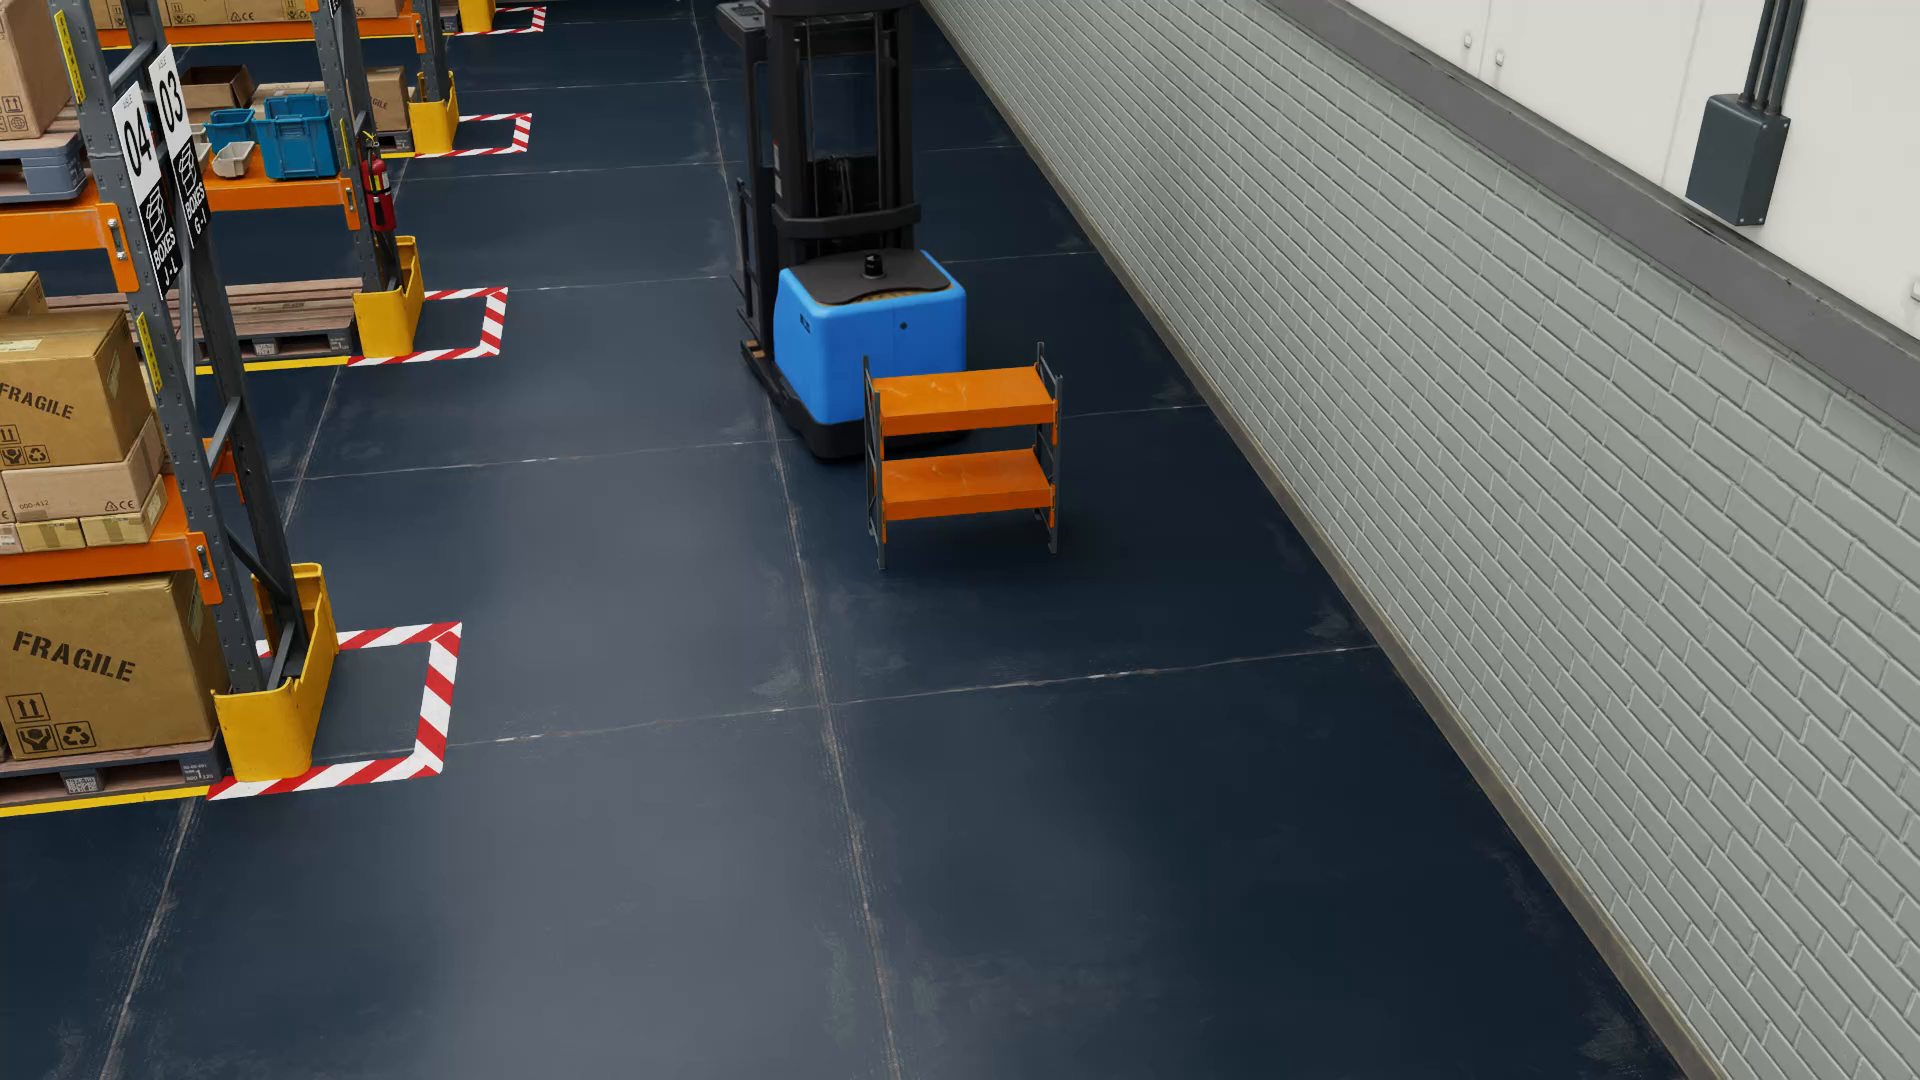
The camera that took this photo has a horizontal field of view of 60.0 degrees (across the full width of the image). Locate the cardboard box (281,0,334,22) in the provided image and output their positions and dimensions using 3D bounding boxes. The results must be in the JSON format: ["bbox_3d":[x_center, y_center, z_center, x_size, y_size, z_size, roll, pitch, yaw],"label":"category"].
[{"bbox_3d":[-6.096,-5.196,15.643,0.500,0.500,0.500,-5,31,-8],"label":"cardboard box"}]

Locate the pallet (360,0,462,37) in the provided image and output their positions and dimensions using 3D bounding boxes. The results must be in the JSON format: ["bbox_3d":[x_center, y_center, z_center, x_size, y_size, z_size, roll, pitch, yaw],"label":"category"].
[{"bbox_3d":[-6.863,-6.534,20.768,1.213,0.211,1.003,-5,31,-9],"label":"pallet"}]

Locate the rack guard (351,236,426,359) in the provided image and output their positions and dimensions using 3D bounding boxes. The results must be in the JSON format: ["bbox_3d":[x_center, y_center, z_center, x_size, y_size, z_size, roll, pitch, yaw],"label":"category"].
[{"bbox_3d":[-4.285,-1.839,12.499,0.348,0.500,1.175,-5,31,-9],"label":"rack guard"}]

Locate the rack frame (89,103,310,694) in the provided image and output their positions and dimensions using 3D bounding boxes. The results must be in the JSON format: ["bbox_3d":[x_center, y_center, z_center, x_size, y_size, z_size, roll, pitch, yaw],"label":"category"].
[{"bbox_3d":[-3.414,-0.439,7.651,0.127,3.000,1.000,-5,31,-9],"label":"rack frame"}]

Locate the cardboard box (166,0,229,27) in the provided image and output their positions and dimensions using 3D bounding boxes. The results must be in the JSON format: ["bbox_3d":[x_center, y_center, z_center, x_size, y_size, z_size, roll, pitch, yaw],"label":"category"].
[{"bbox_3d":[-7.083,-5.107,15.492,0.500,0.500,0.500,-6,31,-10],"label":"cardboard box"}]

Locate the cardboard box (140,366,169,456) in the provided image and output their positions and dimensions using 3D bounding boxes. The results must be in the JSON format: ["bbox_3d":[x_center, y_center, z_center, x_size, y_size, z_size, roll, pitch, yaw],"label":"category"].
[{"bbox_3d":[-3.934,-0.593,7.768,0.500,0.250,0.500,-6,31,-10],"label":"cardboard box"}]

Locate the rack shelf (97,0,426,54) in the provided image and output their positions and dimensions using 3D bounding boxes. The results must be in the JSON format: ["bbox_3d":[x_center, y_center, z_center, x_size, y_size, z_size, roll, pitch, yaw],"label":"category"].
[{"bbox_3d":[-7.162,-4.886,15.924,4.000,0.370,1.077,-5,31,-9],"label":"rack shelf"}]

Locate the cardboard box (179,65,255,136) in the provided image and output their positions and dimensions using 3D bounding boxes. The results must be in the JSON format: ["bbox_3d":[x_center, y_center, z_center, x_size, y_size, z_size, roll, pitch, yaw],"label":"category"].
[{"bbox_3d":[-7.282,-4.301,16.248,0.637,0.503,0.797,-5,31,-9],"label":"cardboard box"}]

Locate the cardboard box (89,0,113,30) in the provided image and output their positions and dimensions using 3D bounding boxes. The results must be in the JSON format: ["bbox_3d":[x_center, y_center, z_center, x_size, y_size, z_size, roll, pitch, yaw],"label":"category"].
[{"bbox_3d":[-8.075,-5.015,15.336,0.500,0.500,0.500,-5,31,-8],"label":"cardboard box"}]

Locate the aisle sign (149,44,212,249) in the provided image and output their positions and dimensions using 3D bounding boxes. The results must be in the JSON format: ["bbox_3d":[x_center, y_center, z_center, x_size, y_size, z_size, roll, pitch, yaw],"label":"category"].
[{"bbox_3d":[-3.397,-1.716,7.258,0.004,0.787,0.394,-5,31,-9],"label":"aisle sign"}]

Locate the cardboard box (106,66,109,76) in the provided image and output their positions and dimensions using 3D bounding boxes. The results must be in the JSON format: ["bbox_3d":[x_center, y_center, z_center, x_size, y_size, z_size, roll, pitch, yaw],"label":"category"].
[{"bbox_3d":[-8.620,-4.319,16.282,0.500,0.500,0.500,-5,31,-9],"label":"cardboard box"}]

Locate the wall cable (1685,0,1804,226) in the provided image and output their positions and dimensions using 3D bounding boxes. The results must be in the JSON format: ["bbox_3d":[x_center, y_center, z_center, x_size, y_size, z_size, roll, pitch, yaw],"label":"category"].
[{"bbox_3d":[2.769,-3.209,3.271,0.120,5.999,2.277,-5,31,-9],"label":"wall cable"}]

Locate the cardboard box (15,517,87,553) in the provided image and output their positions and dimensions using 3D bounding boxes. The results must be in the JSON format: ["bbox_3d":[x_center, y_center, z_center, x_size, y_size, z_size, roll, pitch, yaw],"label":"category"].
[{"bbox_3d":[-3.960,-0.109,7.339,0.250,0.149,0.380,-5,31,-8],"label":"cardboard box"}]

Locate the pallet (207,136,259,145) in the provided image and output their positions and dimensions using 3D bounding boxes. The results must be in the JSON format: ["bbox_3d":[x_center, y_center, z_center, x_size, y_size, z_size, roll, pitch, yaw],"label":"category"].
[{"bbox_3d":[-7.251,-3.986,16.436,1.213,0.211,1.003,-5,31,-9],"label":"pallet"}]

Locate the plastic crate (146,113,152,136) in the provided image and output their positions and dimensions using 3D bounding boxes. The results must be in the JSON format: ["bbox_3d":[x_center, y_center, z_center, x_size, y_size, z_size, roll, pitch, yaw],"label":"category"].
[{"bbox_3d":[-5.903,-2.883,11.915,0.300,0.233,0.416,-5,31,-9],"label":"plastic crate"}]

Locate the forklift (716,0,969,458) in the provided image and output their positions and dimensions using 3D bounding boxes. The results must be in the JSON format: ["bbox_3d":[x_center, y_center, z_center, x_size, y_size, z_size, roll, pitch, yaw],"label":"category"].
[{"bbox_3d":[-0.943,-2.517,11.254,1.130,2.935,3.031,-11,32,-18],"label":"forklift"}]

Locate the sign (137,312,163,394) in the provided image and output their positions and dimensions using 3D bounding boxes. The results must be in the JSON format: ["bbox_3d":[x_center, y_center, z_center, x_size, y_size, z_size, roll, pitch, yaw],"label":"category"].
[{"bbox_3d":[-3.330,-0.768,6.836,0.005,0.325,0.100,-5,31,-9],"label":"sign"}]

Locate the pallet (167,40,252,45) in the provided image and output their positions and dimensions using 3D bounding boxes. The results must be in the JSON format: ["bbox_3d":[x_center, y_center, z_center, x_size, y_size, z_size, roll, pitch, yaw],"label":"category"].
[{"bbox_3d":[-9.263,-6.311,20.389,1.213,0.211,1.003,-5,31,-9],"label":"pallet"}]

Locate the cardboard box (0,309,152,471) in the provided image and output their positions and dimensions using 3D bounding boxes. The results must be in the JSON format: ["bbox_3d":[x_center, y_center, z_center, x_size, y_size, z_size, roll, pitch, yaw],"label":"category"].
[{"bbox_3d":[-3.846,-0.650,7.125,0.500,0.500,0.500,-5,31,-8],"label":"cardboard box"}]

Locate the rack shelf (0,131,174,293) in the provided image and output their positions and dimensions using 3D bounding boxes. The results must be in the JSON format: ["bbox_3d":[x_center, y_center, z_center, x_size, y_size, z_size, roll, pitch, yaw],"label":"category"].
[{"bbox_3d":[-5.381,-1.239,6.763,4.000,0.370,1.077,-5,31,-9],"label":"rack shelf"}]

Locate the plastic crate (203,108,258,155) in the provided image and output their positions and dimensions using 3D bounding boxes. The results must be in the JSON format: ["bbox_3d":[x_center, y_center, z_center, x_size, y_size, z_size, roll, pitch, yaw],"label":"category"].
[{"bbox_3d":[-5.256,-2.943,12.017,0.300,0.233,0.416,-5,31,-9],"label":"plastic crate"}]

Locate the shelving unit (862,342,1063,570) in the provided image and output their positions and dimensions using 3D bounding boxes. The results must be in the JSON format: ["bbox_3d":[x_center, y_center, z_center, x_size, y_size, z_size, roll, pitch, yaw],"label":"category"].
[{"bbox_3d":[0.007,-0.486,9.580,1.048,1.125,0.538,-5,31,-9],"label":"shelving unit"}]

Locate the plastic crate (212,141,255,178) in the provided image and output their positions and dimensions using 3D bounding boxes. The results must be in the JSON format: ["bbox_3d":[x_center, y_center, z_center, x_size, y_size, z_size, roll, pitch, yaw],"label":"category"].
[{"bbox_3d":[-5.075,-2.656,11.623,0.243,0.136,0.396,-5,31,-9],"label":"plastic crate"}]

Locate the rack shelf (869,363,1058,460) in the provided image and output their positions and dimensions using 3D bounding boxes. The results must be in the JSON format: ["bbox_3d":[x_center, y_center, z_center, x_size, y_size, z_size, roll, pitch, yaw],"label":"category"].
[{"bbox_3d":[0.007,-0.738,9.432,1.000,0.278,0.538,-5,31,-9],"label":"rack shelf"}]

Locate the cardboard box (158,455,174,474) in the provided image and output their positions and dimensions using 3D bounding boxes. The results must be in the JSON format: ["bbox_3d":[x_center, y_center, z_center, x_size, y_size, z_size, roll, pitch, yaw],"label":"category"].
[{"bbox_3d":[-3.822,-0.463,7.940,0.250,0.149,0.380,-5,31,-8],"label":"cardboard box"}]

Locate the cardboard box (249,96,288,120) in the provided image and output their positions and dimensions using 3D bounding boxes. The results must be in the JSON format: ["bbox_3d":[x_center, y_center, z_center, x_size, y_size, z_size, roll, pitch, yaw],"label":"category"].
[{"bbox_3d":[-6.625,-4.138,16.222,0.500,0.250,0.500,-5,31,-9],"label":"cardboard box"}]

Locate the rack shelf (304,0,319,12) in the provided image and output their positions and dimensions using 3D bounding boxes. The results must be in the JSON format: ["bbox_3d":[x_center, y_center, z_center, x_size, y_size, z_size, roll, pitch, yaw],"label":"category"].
[{"bbox_3d":[-6.273,-3.709,10.963,4.000,0.370,1.077,-5,31,-9],"label":"rack shelf"}]

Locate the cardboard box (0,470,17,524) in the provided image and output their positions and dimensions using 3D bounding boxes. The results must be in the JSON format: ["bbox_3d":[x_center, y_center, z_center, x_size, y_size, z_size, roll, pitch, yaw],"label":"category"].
[{"bbox_3d":[-4.342,-0.280,7.236,0.500,0.250,0.500,-6,31,-10],"label":"cardboard box"}]

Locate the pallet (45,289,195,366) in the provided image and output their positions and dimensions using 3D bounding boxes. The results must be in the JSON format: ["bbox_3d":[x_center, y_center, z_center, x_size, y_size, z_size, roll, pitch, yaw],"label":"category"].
[{"bbox_3d":[-6.322,-1.541,12.276,1.213,0.211,1.003,-5,31,-9],"label":"pallet"}]

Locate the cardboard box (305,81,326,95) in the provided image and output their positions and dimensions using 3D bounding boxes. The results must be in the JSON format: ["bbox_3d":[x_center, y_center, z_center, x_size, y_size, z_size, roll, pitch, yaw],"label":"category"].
[{"bbox_3d":[-6.272,-4.429,16.716,0.500,0.250,0.500,-5,31,-9],"label":"cardboard box"}]

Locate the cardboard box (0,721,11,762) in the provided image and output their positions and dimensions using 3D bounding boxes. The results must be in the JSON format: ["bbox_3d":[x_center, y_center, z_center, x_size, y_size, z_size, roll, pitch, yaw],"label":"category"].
[{"bbox_3d":[-4.924,0.477,7.775,0.875,0.875,0.875,-5,31,-9],"label":"cardboard box"}]

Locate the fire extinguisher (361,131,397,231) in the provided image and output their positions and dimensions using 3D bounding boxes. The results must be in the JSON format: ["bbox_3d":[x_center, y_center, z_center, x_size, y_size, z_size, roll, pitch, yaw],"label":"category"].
[{"bbox_3d":[-4.076,-2.501,11.603,0.183,0.674,0.296,-5,31,-9],"label":"fire extinguisher"}]

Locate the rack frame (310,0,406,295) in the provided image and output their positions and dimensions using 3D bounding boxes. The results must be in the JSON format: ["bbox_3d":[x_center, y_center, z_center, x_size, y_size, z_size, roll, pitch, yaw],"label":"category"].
[{"bbox_3d":[-4.306,-2.908,11.851,0.127,3.000,1.000,-5,31,-9],"label":"rack frame"}]

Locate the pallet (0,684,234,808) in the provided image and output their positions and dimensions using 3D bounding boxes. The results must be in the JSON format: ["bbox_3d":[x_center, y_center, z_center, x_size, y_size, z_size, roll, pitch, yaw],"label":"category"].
[{"bbox_3d":[-4.186,0.875,8.168,1.213,0.211,1.003,-5,31,-9],"label":"pallet"}]

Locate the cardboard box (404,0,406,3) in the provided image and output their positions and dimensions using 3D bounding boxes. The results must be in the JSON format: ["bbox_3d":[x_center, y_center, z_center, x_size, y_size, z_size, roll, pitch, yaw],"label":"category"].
[{"bbox_3d":[-5.678,-5.512,16.181,0.500,0.500,0.500,-5,31,-8],"label":"cardboard box"}]

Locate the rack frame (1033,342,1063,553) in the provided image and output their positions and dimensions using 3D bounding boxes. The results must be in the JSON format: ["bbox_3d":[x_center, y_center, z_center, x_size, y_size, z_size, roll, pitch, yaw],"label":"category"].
[{"bbox_3d":[0.507,-0.532,9.659,0.032,1.125,0.500,-5,31,-9],"label":"rack frame"}]

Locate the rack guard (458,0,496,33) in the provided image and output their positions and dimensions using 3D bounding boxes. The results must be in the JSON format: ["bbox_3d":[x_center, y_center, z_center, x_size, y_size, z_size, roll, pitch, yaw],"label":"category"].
[{"bbox_3d":[-6.067,-6.772,20.889,0.348,0.500,1.175,-5,31,-9],"label":"rack guard"}]
